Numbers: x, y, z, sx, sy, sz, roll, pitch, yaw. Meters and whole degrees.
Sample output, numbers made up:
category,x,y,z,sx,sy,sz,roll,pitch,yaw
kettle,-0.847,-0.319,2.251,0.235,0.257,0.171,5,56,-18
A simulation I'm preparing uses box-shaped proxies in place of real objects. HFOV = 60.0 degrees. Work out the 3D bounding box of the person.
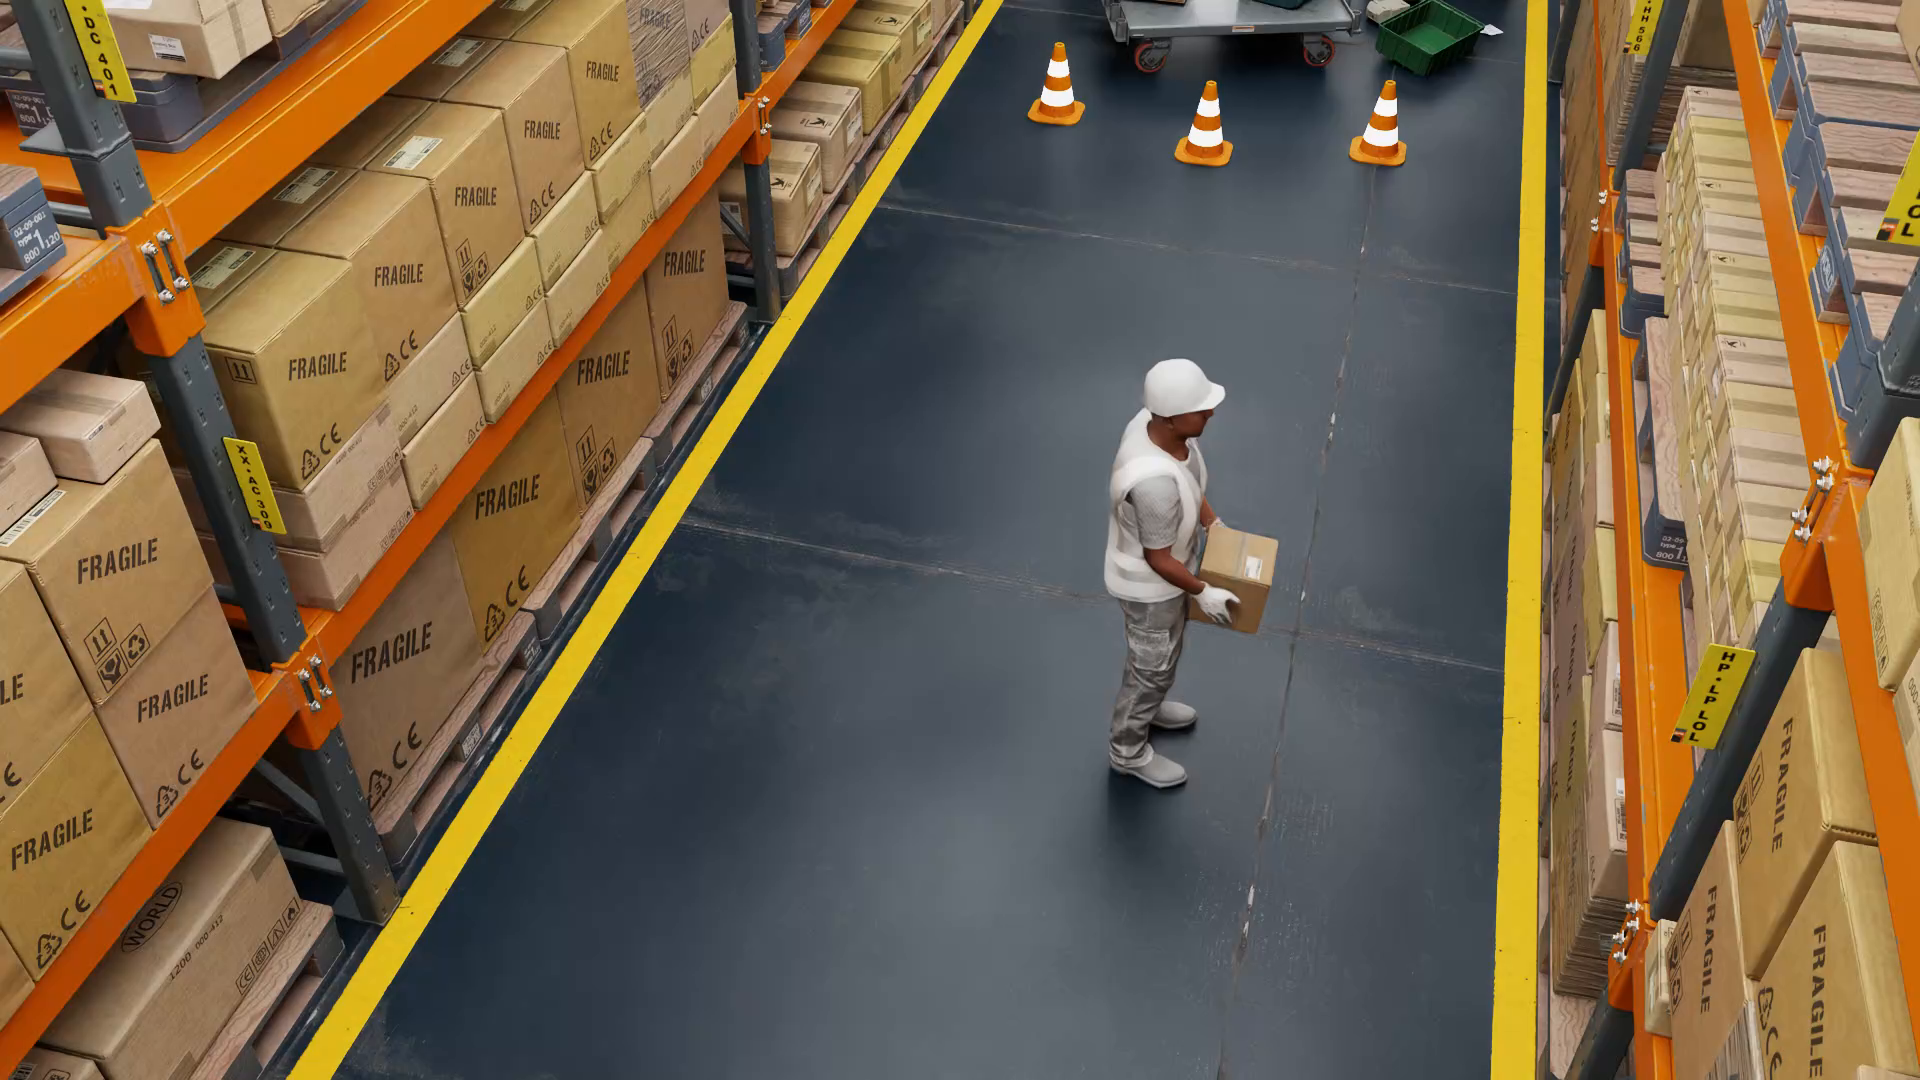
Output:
category,x,y,z,sx,sy,sz,roll,pitch,yaw
person,0.776,0.116,6.004,0.509,1.788,0.546,9,42,11
